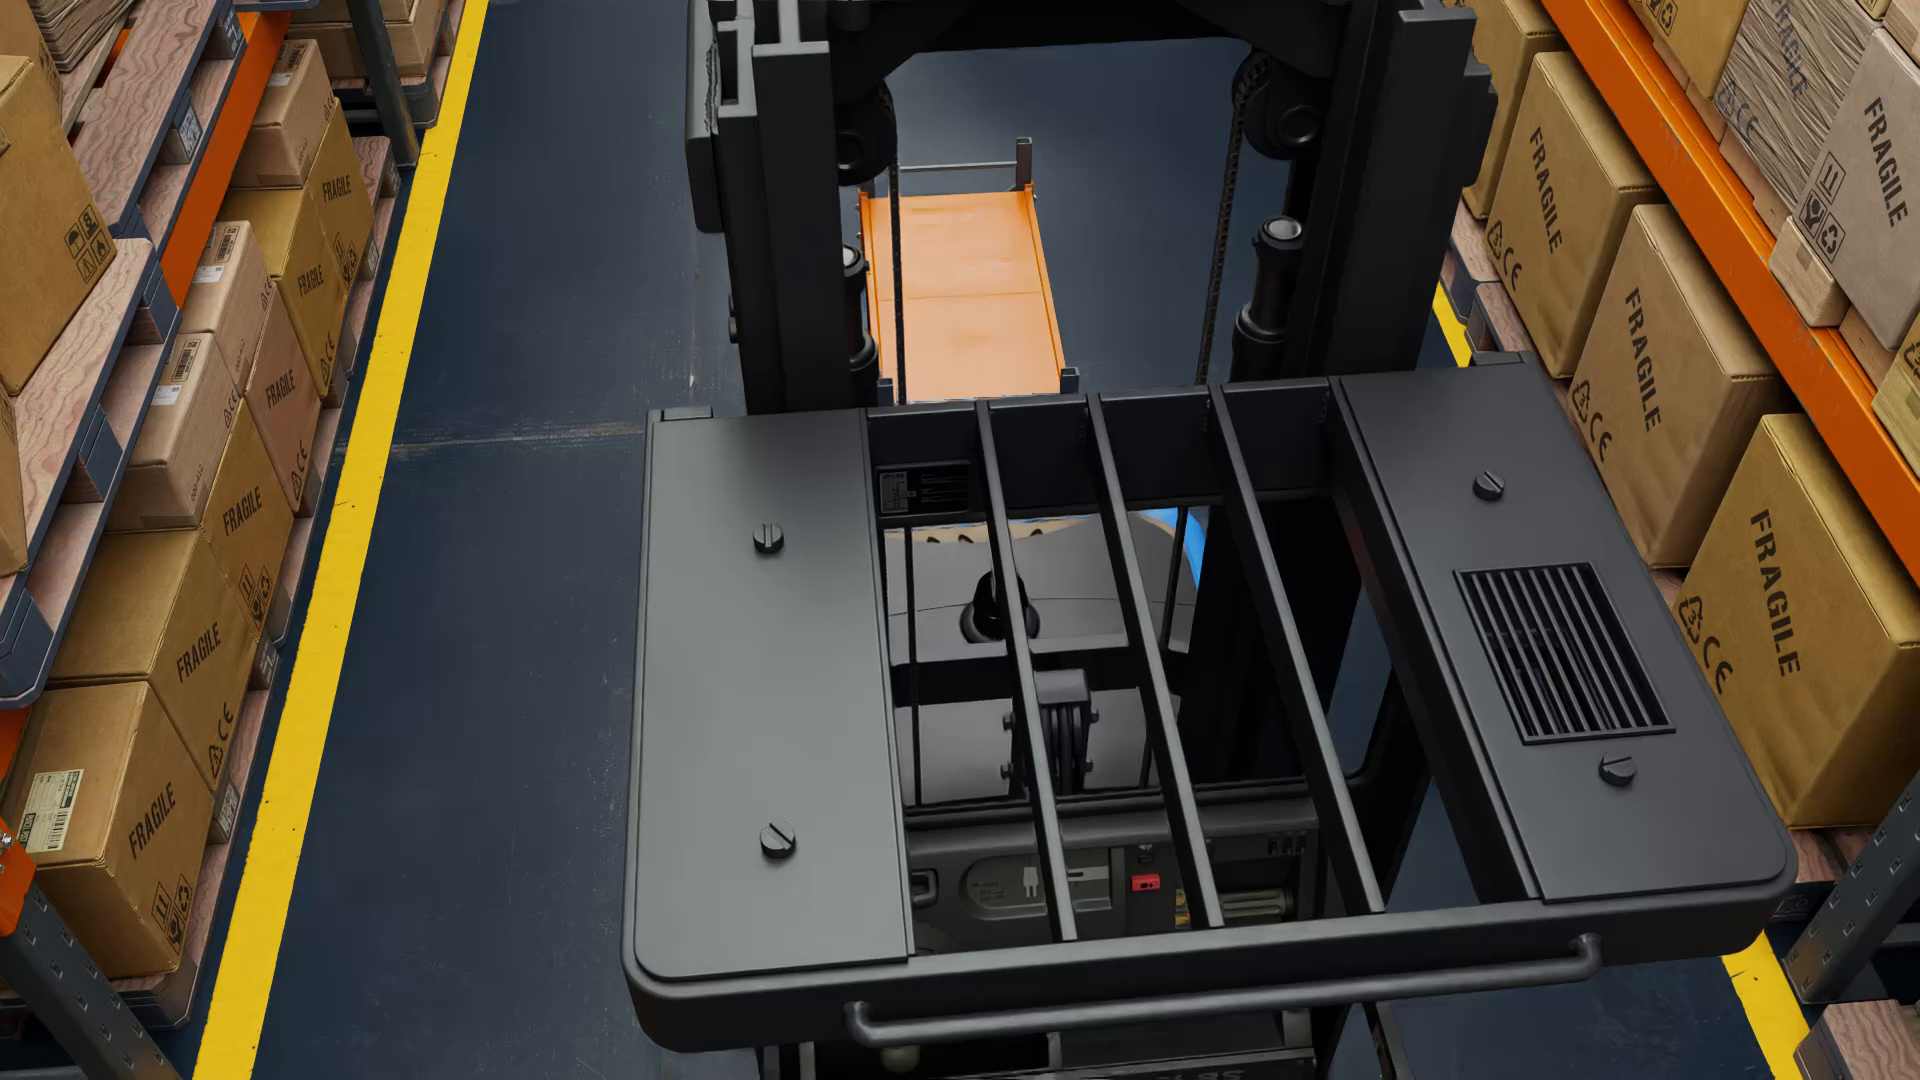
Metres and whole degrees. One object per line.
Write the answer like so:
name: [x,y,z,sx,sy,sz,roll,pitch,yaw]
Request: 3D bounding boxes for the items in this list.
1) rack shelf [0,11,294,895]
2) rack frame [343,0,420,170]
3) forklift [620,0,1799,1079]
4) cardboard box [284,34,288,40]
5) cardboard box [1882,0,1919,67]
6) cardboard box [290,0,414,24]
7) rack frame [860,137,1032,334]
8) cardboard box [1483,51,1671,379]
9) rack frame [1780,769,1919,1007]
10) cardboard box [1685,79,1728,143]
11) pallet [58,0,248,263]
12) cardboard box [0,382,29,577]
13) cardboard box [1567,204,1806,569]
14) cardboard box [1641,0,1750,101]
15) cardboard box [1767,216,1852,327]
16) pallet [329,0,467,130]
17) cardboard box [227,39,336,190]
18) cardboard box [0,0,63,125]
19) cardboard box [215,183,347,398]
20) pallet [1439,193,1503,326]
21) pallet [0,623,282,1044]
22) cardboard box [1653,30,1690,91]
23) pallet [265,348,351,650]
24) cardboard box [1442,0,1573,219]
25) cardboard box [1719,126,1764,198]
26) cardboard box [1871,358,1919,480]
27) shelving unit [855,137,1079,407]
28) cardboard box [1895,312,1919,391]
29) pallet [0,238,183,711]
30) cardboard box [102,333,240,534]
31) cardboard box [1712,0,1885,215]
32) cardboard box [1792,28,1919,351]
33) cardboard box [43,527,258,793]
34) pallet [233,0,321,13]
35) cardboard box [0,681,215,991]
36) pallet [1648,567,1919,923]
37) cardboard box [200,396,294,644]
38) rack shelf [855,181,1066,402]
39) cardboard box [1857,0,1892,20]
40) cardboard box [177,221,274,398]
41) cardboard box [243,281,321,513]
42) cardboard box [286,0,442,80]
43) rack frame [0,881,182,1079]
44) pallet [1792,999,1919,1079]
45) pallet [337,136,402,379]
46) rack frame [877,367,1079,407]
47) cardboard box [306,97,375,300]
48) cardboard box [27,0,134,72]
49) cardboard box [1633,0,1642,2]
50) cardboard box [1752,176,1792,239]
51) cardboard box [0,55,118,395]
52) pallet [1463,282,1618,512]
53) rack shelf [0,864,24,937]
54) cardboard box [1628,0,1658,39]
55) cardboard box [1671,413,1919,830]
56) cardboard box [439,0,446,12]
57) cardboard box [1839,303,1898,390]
rack shelf: [-2.513,-0.839,4.474,1.077,0.370,4.000,-3,47,-3]
rack frame: [-2.681,-2.533,5.583,1.000,3.000,0.127,-3,47,-3]
forklift: [0.198,0.733,2.537,1.130,2.935,3.031,-4,47,-4]
cardboard box: [-2.968,-2.098,6.775,0.500,0.250,0.500,-2,47,-2]
cardboard box: [2.263,-1.037,3.362,0.500,0.250,0.500,-3,47,-2]
cardboard box: [-2.432,-2.321,6.601,0.500,0.311,0.500,-2,47,-2]
rack frame: [-0.042,-0.750,5.185,0.500,1.125,0.032,-3,47,-3]
cardboard box: [2.253,-1.068,5.387,0.750,0.750,0.750,-4,47,-3]
rack frame: [2.590,0.057,3.130,1.000,3.000,0.127,-3,47,-3]
cardboard box: [2.206,-1.205,4.485,0.380,0.149,0.250,-2,47,-2]
pallet: [-2.513,-1.060,4.320,1.003,0.211,1.213,-3,47,-3]
cardboard box: [-2.163,-0.174,2.991,0.700,0.500,0.500,-18,49,-16]
cardboard box: [2.329,-0.453,4.805,0.750,0.750,0.750,-2,47,-2]
cardboard box: [2.167,-1.498,4.316,0.500,0.500,0.500,-2,47,-2]
cardboard box: [2.178,-0.650,3.958,0.380,0.149,0.250,-3,47,-3]
pallet: [-2.711,-2.172,7.162,1.003,0.211,1.213,-3,47,-3]
cardboard box: [-2.360,-1.380,5.393,0.500,0.250,0.500,-2,47,-2]
cardboard box: [-2.555,-1.092,3.860,0.700,0.500,0.500,-14,48,-13]
cardboard box: [-2.325,-0.788,5.349,0.500,0.500,0.500,-5,47,-5]
pallet: [2.246,-1.303,6.339,1.003,0.211,1.213,-3,47,-3]
pallet: [-2.452,0.734,4.410,1.003,0.211,1.213,-3,47,-3]
cardboard box: [2.191,-1.396,4.665,0.380,0.149,0.250,-3,47,-3]
pallet: [-2.557,-0.151,5.248,1.003,0.211,1.213,-3,47,-3]
cardboard box: [2.186,-1.702,5.987,0.750,0.750,0.750,-4,47,-4]
cardboard box: [2.217,-1.012,4.302,0.380,0.149,0.250,-5,47,-4]
cardboard box: [2.235,-0.272,3.601,0.380,0.149,0.250,-3,47,-3]
shelving unit: [0.001,-0.382,4.837,0.538,1.125,1.048,-3,47,-3]
cardboard box: [2.300,-0.405,3.280,0.500,0.500,0.500,-4,47,-4]
pallet: [-2.304,-0.158,3.466,1.003,0.211,1.213,-3,47,-3]
cardboard box: [-2.227,-0.277,4.348,0.500,0.250,0.500,-3,47,-3]
cardboard box: [2.214,-1.137,3.974,0.500,0.500,0.500,-3,47,-3]
cardboard box: [2.248,-0.773,3.629,0.500,0.500,0.500,-3,47,-3]
cardboard box: [-2.199,0.319,4.300,0.500,0.500,0.500,-3,47,-3]
pallet: [-2.554,-1.981,5.192,1.213,0.211,1.003,-3,47,-3]
cardboard box: [-2.143,0.705,3.935,0.500,0.500,0.500,-5,47,-5]
pallet: [2.450,0.462,4.667,1.003,0.211,1.213,-3,47,-3]
cardboard box: [-2.234,-0.043,4.643,0.500,0.500,0.500,-3,47,-3]
rack shelf: [0.001,-0.583,4.624,0.538,0.278,1.000,-3,47,-3]
cardboard box: [2.220,-1.406,3.712,0.500,0.250,0.500,-3,47,-3]
cardboard box: [-2.270,-0.640,4.692,0.500,0.250,0.500,-4,47,-4]
cardboard box: [-2.275,-0.409,4.990,0.500,0.500,0.500,-5,47,-5]
cardboard box: [-2.432,-2.129,6.805,0.500,0.250,0.500,-4,47,-3]
rack frame: [-2.343,0.361,2.842,0.949,2.616,0.053,-3,47,-3]
pallet: [2.576,1.571,3.617,1.003,0.211,1.213,-3,47,-3]
pallet: [-2.656,-1.032,6.082,1.003,0.211,1.213,-3,47,-3]
rack frame: [0.043,-0.014,4.489,0.500,1.125,0.032,-3,47,-3]
cardboard box: [-2.368,-1.162,5.703,0.500,0.500,0.500,-2,47,-2]
cardboard box: [-2.629,-1.590,4.331,0.700,0.500,0.500,4,47,4]
cardboard box: [2.116,-1.875,4.672,0.500,0.500,0.500,-4,47,-3]
cardboard box: [2.223,-0.830,4.130,0.380,0.149,0.250,-3,47,-3]
cardboard box: [-2.283,-0.668,3.458,0.700,0.500,0.500,3,47,3]
pallet: [2.345,-0.422,5.505,1.003,0.211,1.213,-3,47,-3]
rack shelf: [-2.178,2.055,1.733,1.077,0.370,4.000,-3,47,-3]
cardboard box: [2.188,-1.576,4.836,0.380,0.149,0.250,-3,47,-3]
cardboard box: [2.406,0.190,4.196,0.750,0.750,0.750,-3,47,-3]
cardboard box: [-2.475,-2.492,7.149,0.500,0.250,0.500,-5,47,-4]
cardboard box: [2.258,-0.462,3.781,0.380,0.149,0.250,-2,47,-2]
